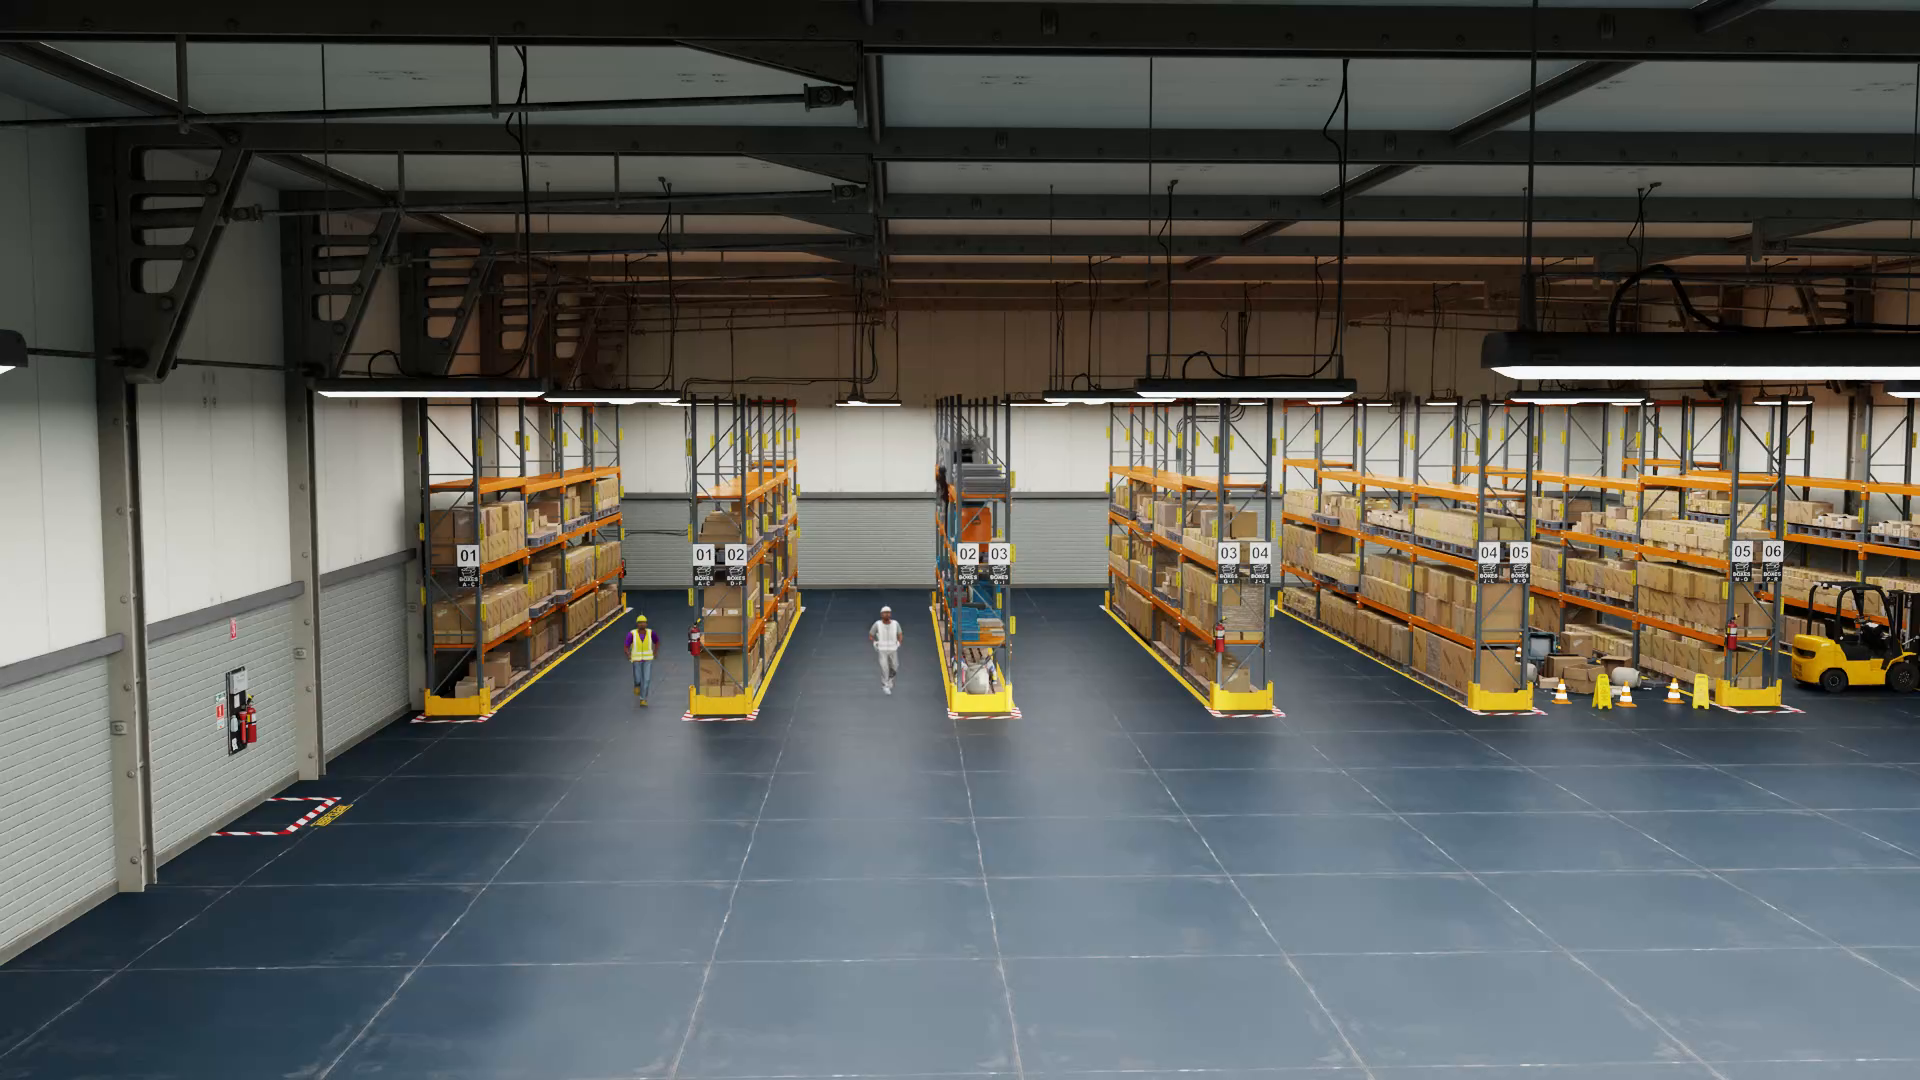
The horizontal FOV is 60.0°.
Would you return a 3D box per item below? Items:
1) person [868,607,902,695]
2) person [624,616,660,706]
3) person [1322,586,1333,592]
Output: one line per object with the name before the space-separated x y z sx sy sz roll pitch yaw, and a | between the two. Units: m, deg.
person | -1.471 2.193 33.127 0.685 1.731 0.675 -1 5 -13
person | -6.148 2.327 32.212 0.700 1.739 0.801 -1 5 -15
person | 10.577 1.065 48.679 0.674 1.640 0.891 -4 6 -45
